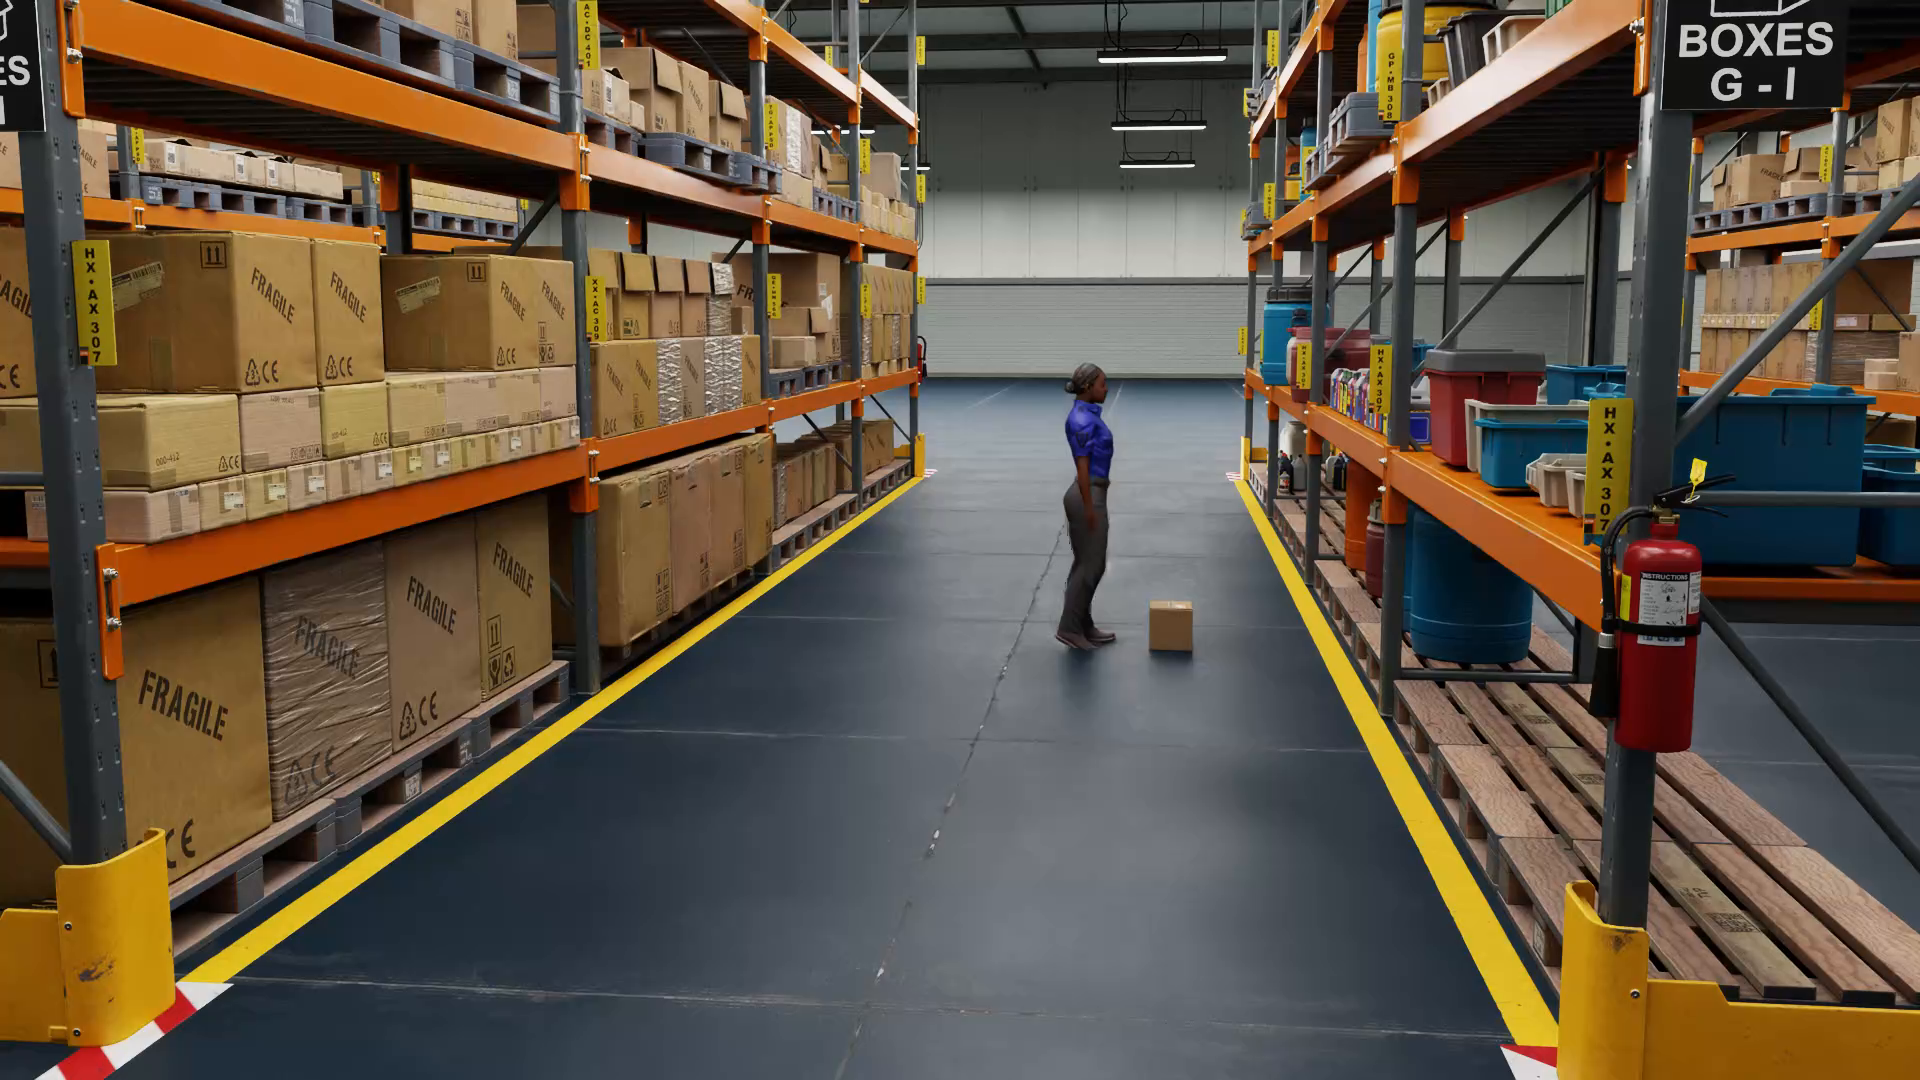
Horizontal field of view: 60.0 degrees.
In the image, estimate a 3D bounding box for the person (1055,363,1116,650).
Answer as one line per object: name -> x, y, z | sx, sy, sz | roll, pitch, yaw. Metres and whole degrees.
person -> 0.748, -0.181, 9.794 | 0.351, 1.718, 0.450 | 1, 8, 7
